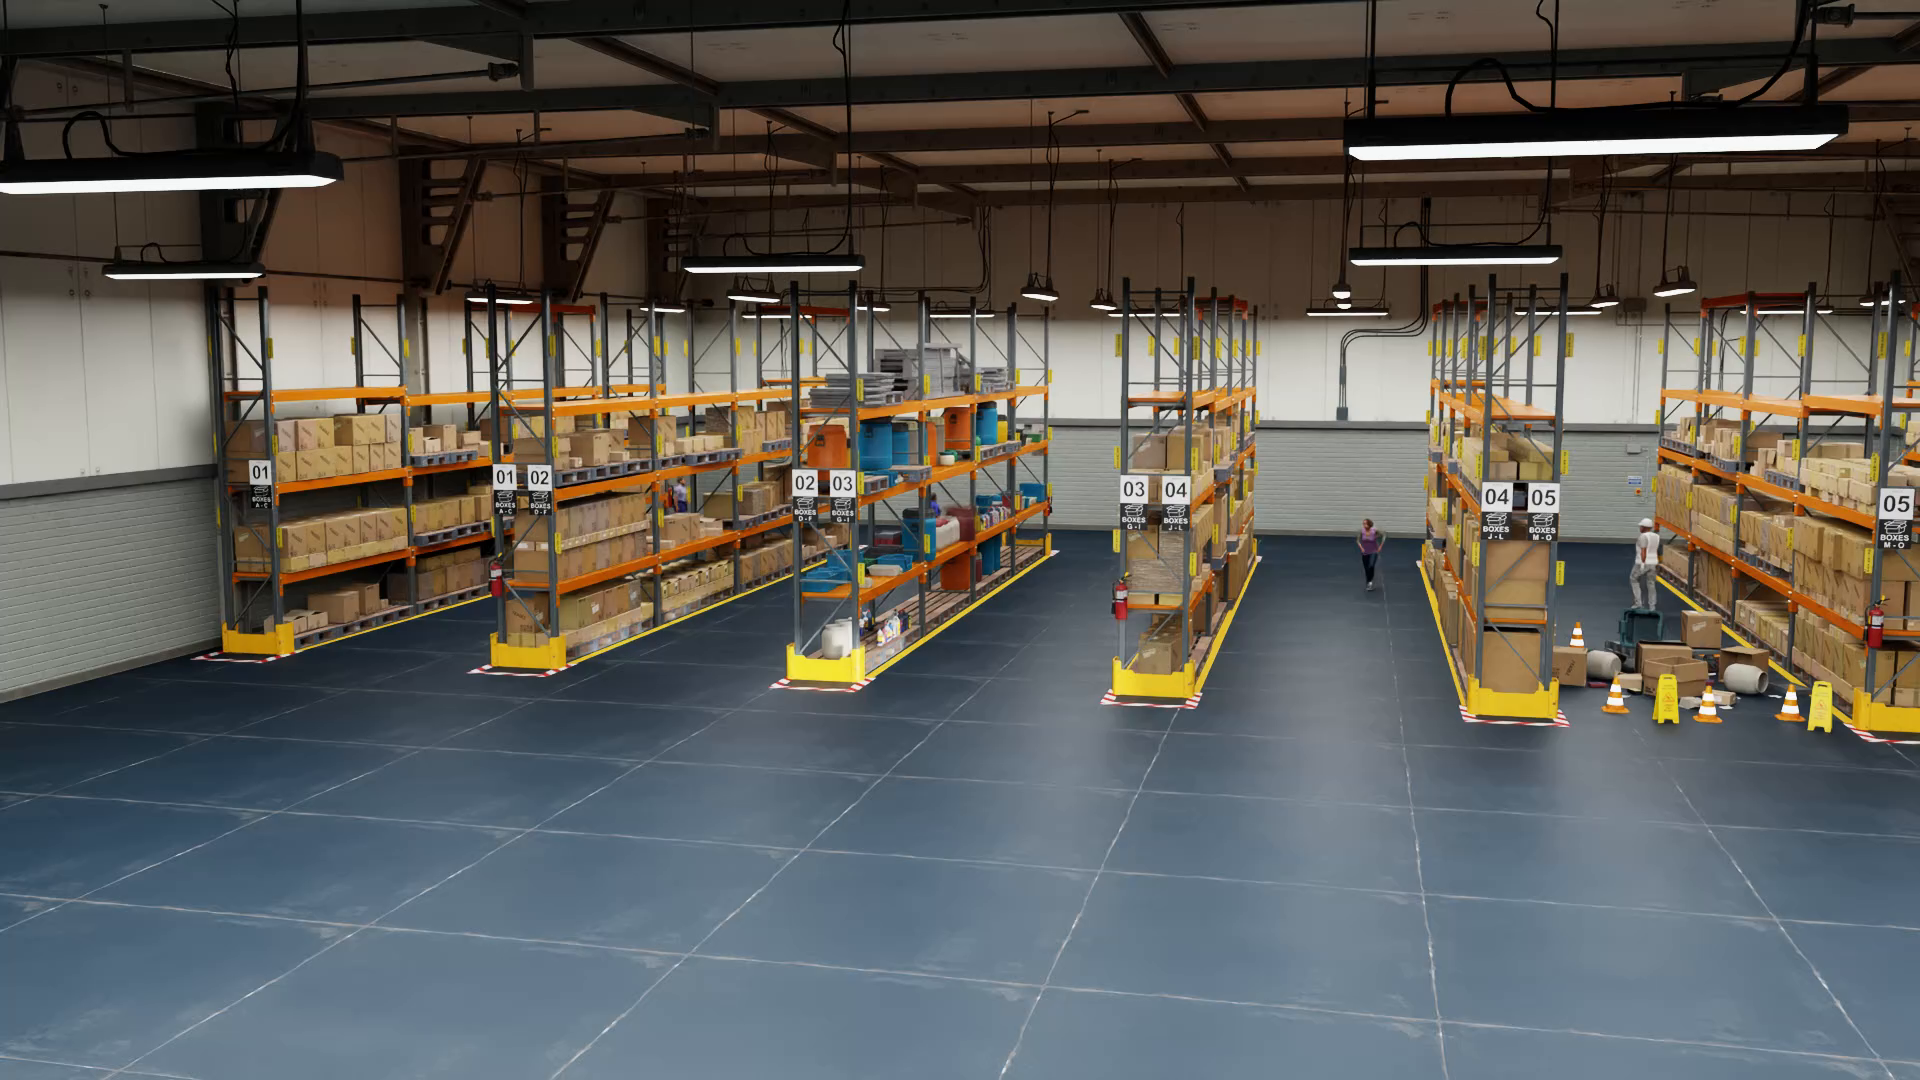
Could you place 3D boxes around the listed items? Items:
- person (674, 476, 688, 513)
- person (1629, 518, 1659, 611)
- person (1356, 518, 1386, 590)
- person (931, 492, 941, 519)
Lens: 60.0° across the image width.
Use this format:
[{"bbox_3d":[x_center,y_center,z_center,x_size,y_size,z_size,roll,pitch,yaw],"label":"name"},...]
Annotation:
[{"bbox_3d":[-7.353,-0.869,44.003,0.420,1.669,0.507,1,7,8],"label":"person"},{"bbox_3d":[13.103,0.489,31.658,0.534,1.788,0.534,-1,7,-7],"label":"person"},{"bbox_3d":[8.524,0.287,34.467,0.589,1.495,0.786,3,7,22],"label":"person"},{"bbox_3d":[-0.656,-0.298,39.011,0.492,1.658,0.460,6,9,43],"label":"person"}]
